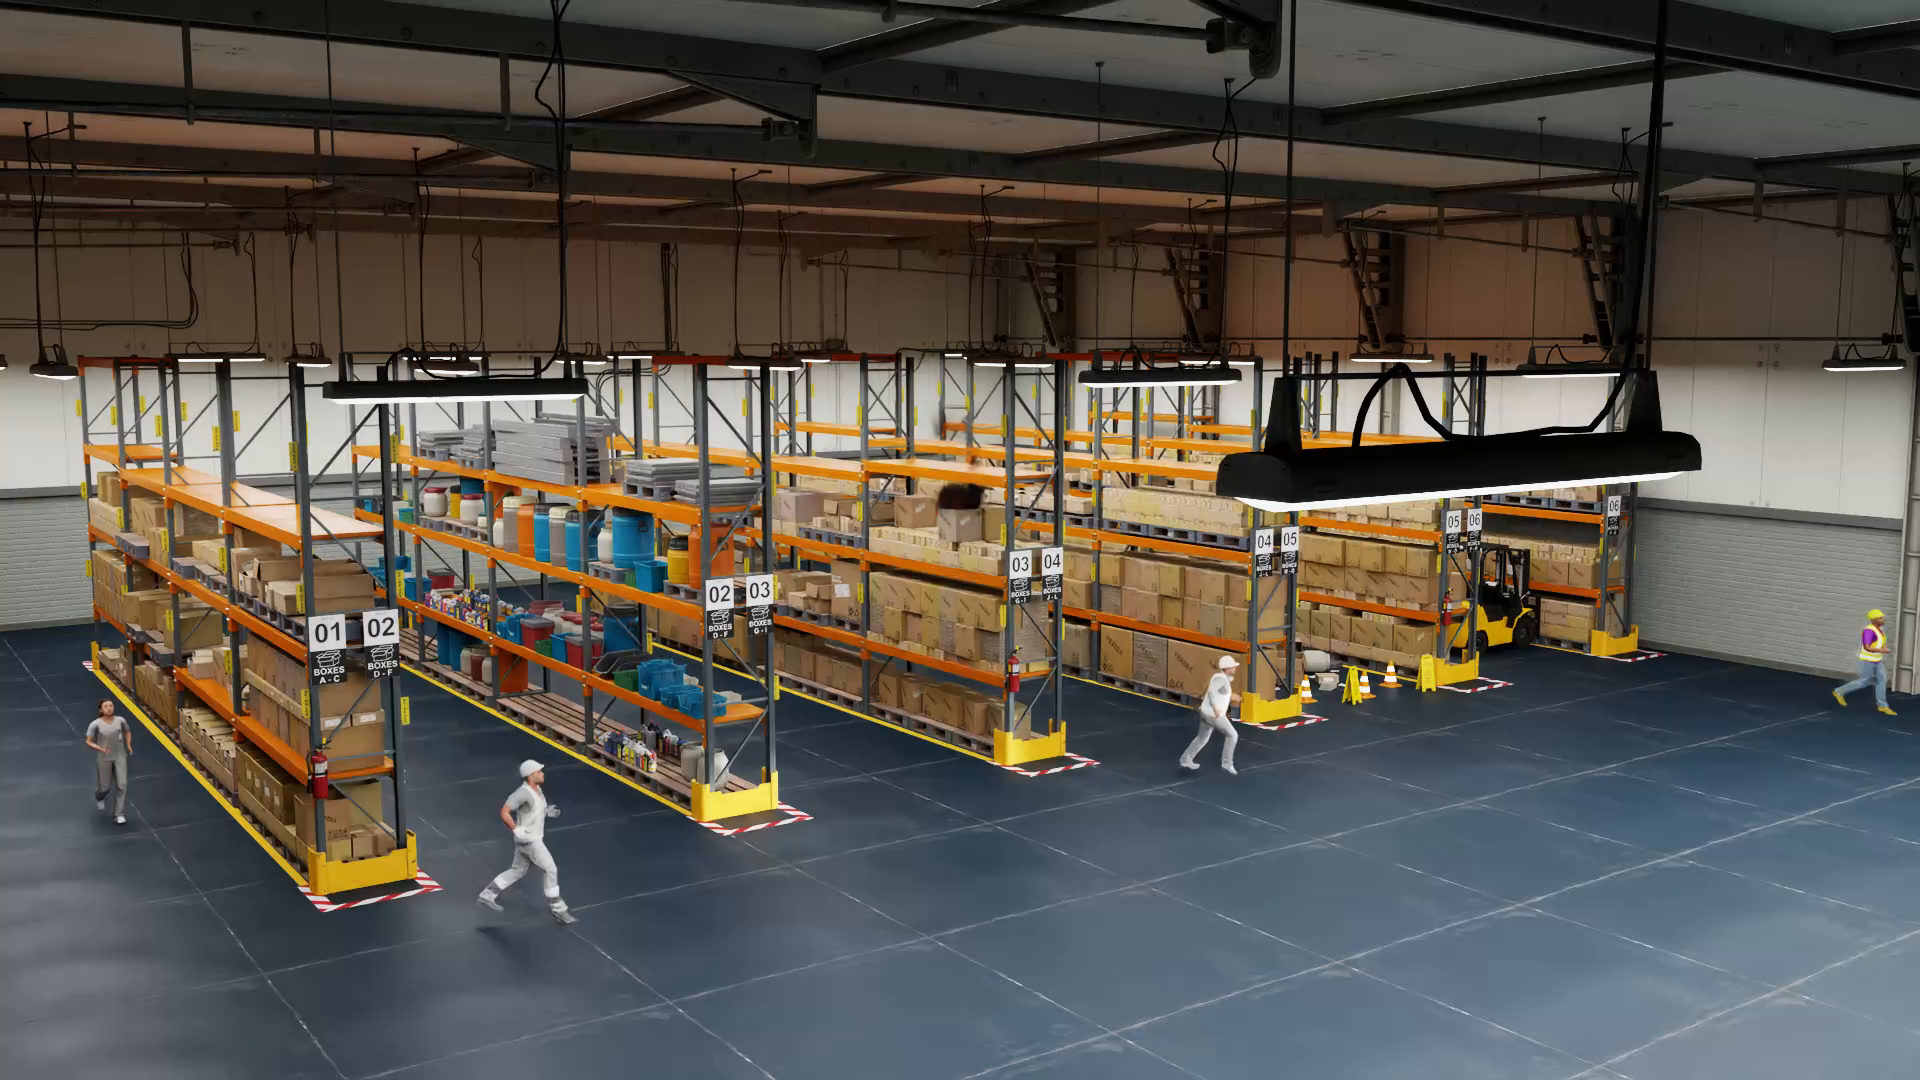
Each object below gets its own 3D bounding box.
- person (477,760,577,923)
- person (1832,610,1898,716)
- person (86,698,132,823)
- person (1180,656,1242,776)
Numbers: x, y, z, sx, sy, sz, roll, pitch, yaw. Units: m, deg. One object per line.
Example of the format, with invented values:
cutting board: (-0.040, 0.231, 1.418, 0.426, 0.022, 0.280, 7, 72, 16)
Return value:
person: (-4.718, 3.283, 18.039, 1.057, 1.837, 0.624, -2, 7, -12)
person: (15.387, 2.045, 28.166, 0.978, 1.772, 0.711, 7, 10, 43)
person: (-11.168, 2.889, 21.879, 0.573, 1.601, 0.758, -6, 9, -42)
person: (3.668, 2.561, 24.187, 0.913, 1.770, 0.677, 0, 7, -2)
